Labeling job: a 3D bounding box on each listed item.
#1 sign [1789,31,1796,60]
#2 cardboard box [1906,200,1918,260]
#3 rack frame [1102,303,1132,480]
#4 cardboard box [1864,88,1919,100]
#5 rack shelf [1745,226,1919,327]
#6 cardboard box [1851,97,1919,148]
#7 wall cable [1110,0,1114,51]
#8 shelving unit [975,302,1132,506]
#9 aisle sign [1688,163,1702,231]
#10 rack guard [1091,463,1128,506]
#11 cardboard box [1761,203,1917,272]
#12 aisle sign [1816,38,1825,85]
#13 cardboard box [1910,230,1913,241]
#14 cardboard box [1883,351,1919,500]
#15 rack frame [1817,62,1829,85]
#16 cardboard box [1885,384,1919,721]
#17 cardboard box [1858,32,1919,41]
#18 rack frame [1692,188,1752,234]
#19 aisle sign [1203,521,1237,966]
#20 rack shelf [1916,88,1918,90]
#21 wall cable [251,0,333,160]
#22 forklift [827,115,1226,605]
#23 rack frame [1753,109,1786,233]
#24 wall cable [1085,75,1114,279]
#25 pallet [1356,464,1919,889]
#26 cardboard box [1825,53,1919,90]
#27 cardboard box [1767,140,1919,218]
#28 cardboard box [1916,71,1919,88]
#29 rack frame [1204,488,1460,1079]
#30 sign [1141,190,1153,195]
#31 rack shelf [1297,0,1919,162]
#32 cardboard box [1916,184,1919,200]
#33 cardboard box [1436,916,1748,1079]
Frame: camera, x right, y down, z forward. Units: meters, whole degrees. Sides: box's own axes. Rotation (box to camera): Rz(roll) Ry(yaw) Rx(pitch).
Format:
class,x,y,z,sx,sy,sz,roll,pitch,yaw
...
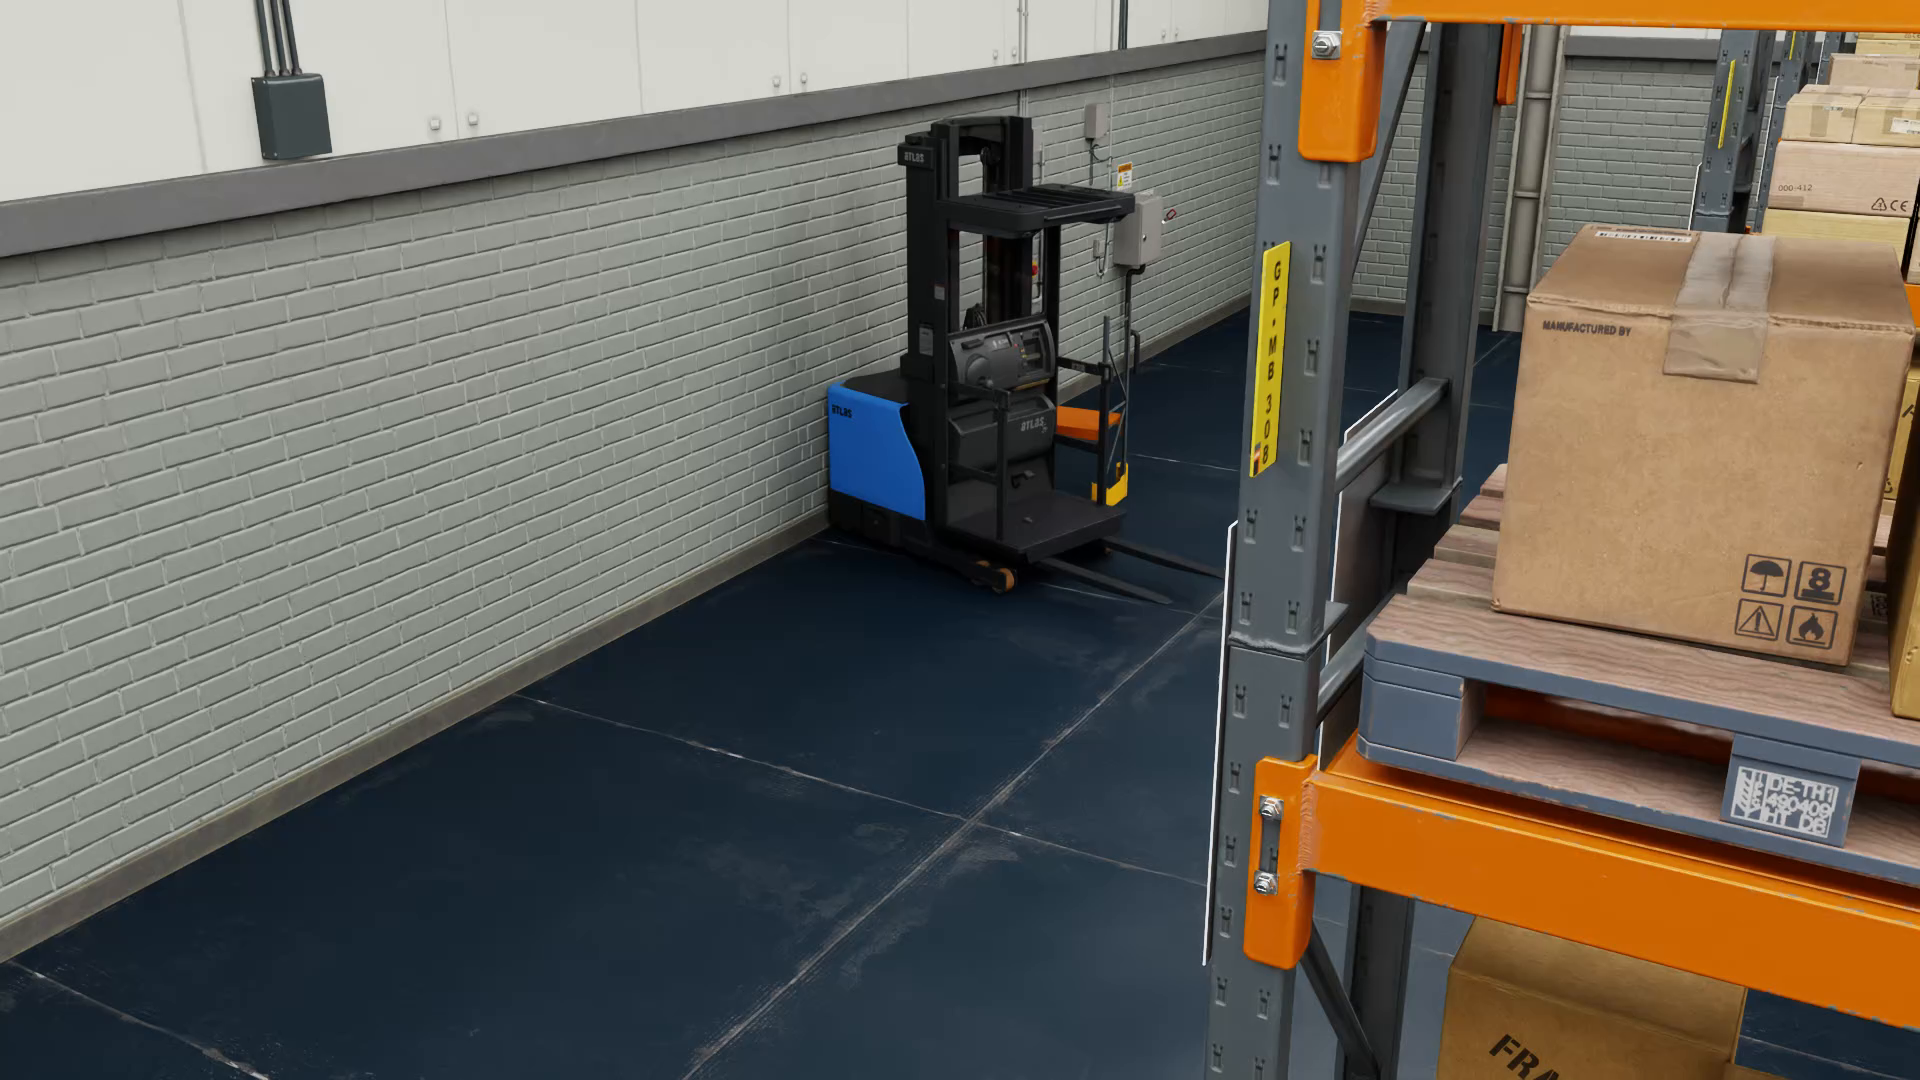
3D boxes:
class,x,y,z,sx,sy,sz,roll,pitch,yaw
sign,5.276,-3.207,10.510,0.005,0.325,0.100,11,23,27
cardboard box,3.752,-1.365,7.051,0.500,0.250,0.500,10,22,26
rack frame,1.148,-0.969,12.336,0.032,1.500,0.500,9,22,24
cardboard box,3.838,-1.753,6.802,0.250,0.149,0.380,11,23,28
rack shelf,4.972,-0.762,6.222,4.000,0.370,1.077,11,23,27
cardboard box,3.611,-1.615,6.422,0.250,0.149,0.380,12,23,29
wall cable,0.818,-5.419,13.606,0.029,3.000,2.355,11,23,27
shelving unit,0.681,-1.045,12.547,1.083,1.500,0.587,9,22,24
aisle sign,3.016,-1.167,6.872,0.004,0.787,0.394,11,23,27
rack guard,1.130,-0.384,12.557,0.087,0.250,0.587,9,22,24
cardboard box,3.493,-1.211,6.626,0.500,0.250,0.500,12,23,29
aisle sign,7.767,-4.137,15.059,0.004,0.787,0.394,11,23,27
cardboard box,6.287,-1.781,10.764,0.500,0.500,0.500,10,22,26
cardboard box,3.932,-0.444,6.640,0.500,0.500,0.500,12,23,29
rack frame,7.969,-2.991,15.712,0.127,3.000,1.000,11,23,27
cardboard box,1.631,-0.064,2.335,0.500,0.500,0.700,10,22,25
cardboard box,8.234,-4.557,14.681,0.500,0.250,0.500,11,22,27
rack frame,3.226,-0.022,7.528,0.127,3.000,1.000,11,23,27
aisle sign,0.510,0.293,2.847,0.004,0.787,0.394,11,23,27
rack shelf,9.715,-3.730,14.406,4.000,0.370,1.077,11,23,27
wall cable,-2.537,-4.862,7.353,0.120,5.999,2.277,11,23,27
forklift,0.436,-1.226,10.947,1.130,2.935,3.031,-19,27,-41
rack frame,5.552,-1.513,11.637,0.127,3.000,1.000,11,23,27
wall cable,1.299,-3.345,15.199,0.122,1.984,0.588,11,23,27
pallet,1.372,0.189,2.676,1.213,0.211,1.003,11,23,27
cardboard box,5.989,-3.049,10.930,0.500,0.250,0.500,9,22,22
cardboard box,3.491,-1.445,6.538,0.500,0.250,0.500,11,23,28
cardboard box,8.592,-4.077,14.676,0.250,0.149,0.380,11,23,28
rack frame,0.719,1.437,3.504,0.127,3.000,1.000,11,23,27
sign,1.830,-3.181,16.376,0.001,0.494,0.329,11,23,27
rack shelf,2.465,-0.524,1.755,4.000,0.370,1.077,11,23,27
cardboard box,3.752,-1.596,6.954,0.500,0.250,0.500,10,22,26
cardboard box,1.272,1.018,3.343,0.500,0.500,0.500,11,23,28
